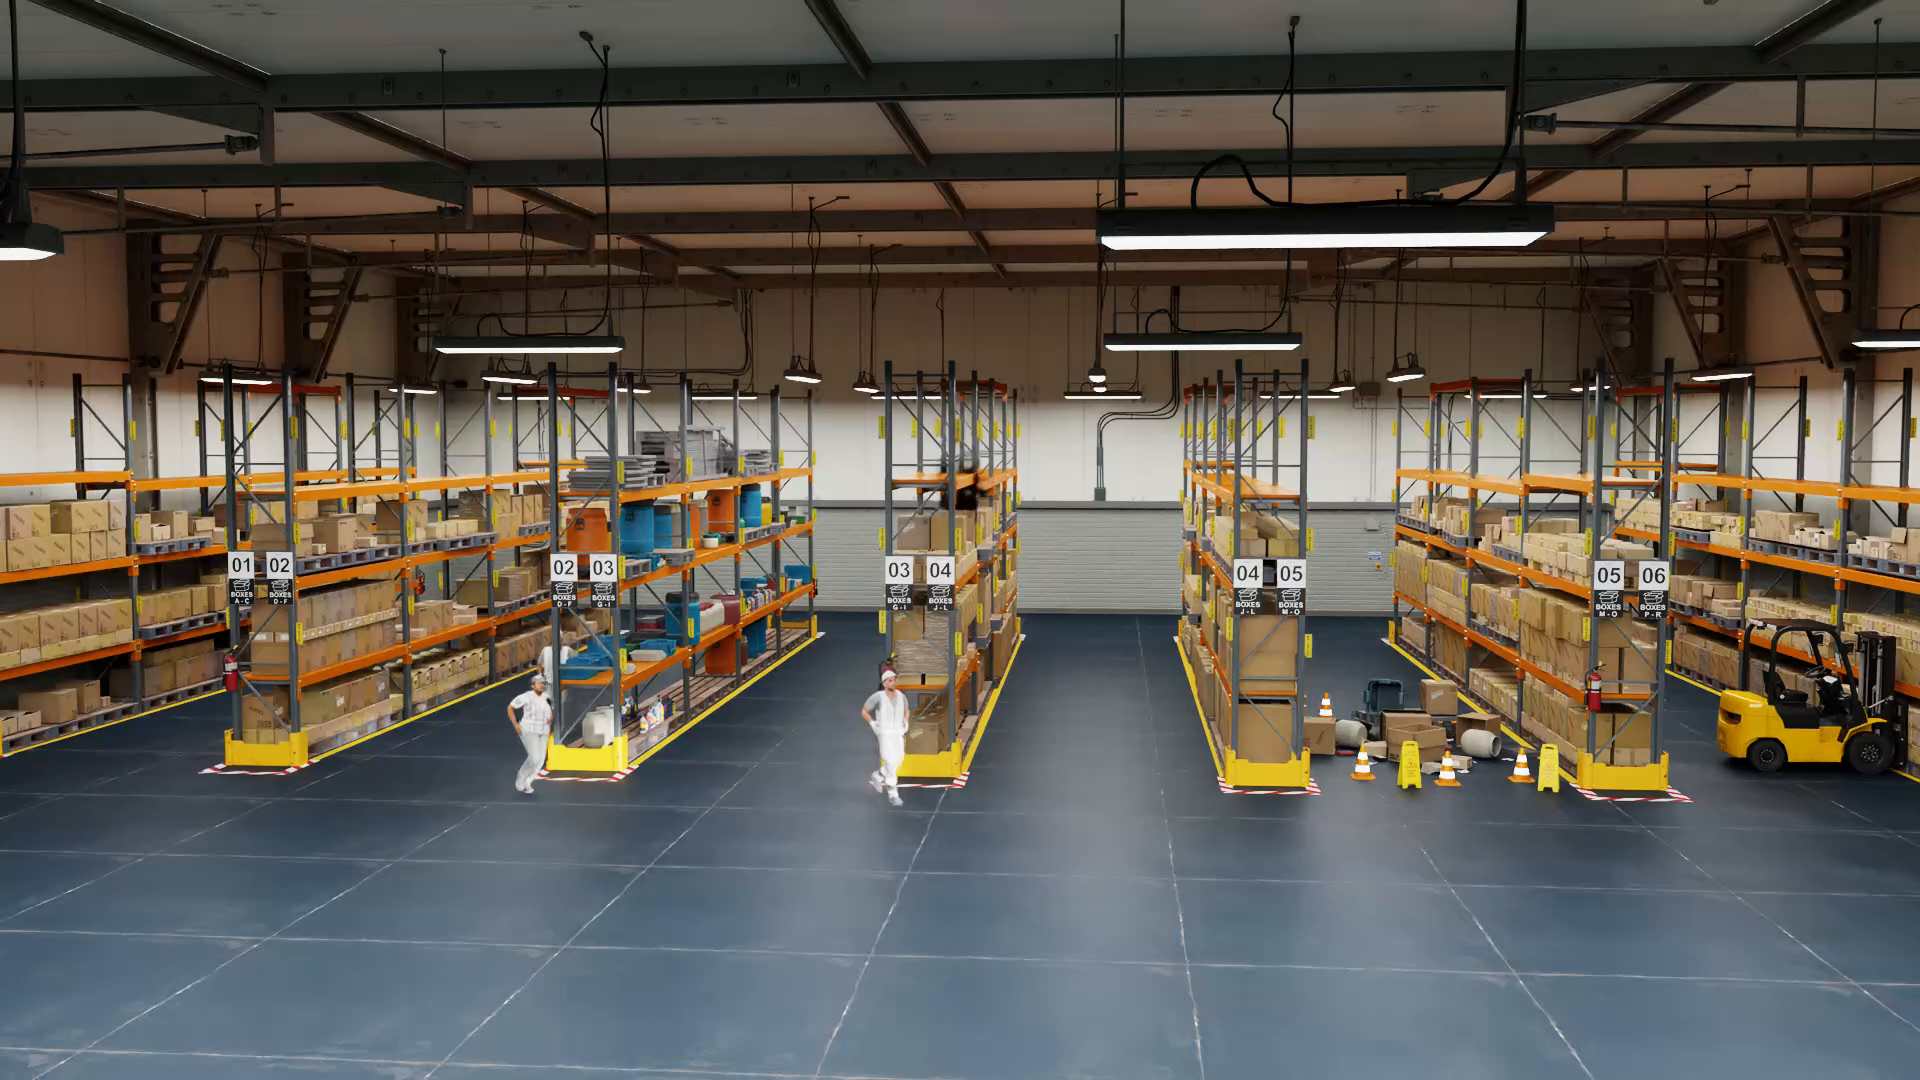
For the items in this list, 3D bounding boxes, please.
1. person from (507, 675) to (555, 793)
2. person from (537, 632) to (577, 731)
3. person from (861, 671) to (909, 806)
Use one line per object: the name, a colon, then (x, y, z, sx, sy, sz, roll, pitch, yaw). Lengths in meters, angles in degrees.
person: (-5.870, 2.682, 23.047, 0.533, 1.616, 0.637, 3, 5, 36)
person: (-6.603, 2.342, 27.304, 0.683, 1.743, 0.688, 0, 4, -4)
person: (-0.968, 2.657, 22.491, 0.711, 1.791, 0.779, -2, 4, -31)
